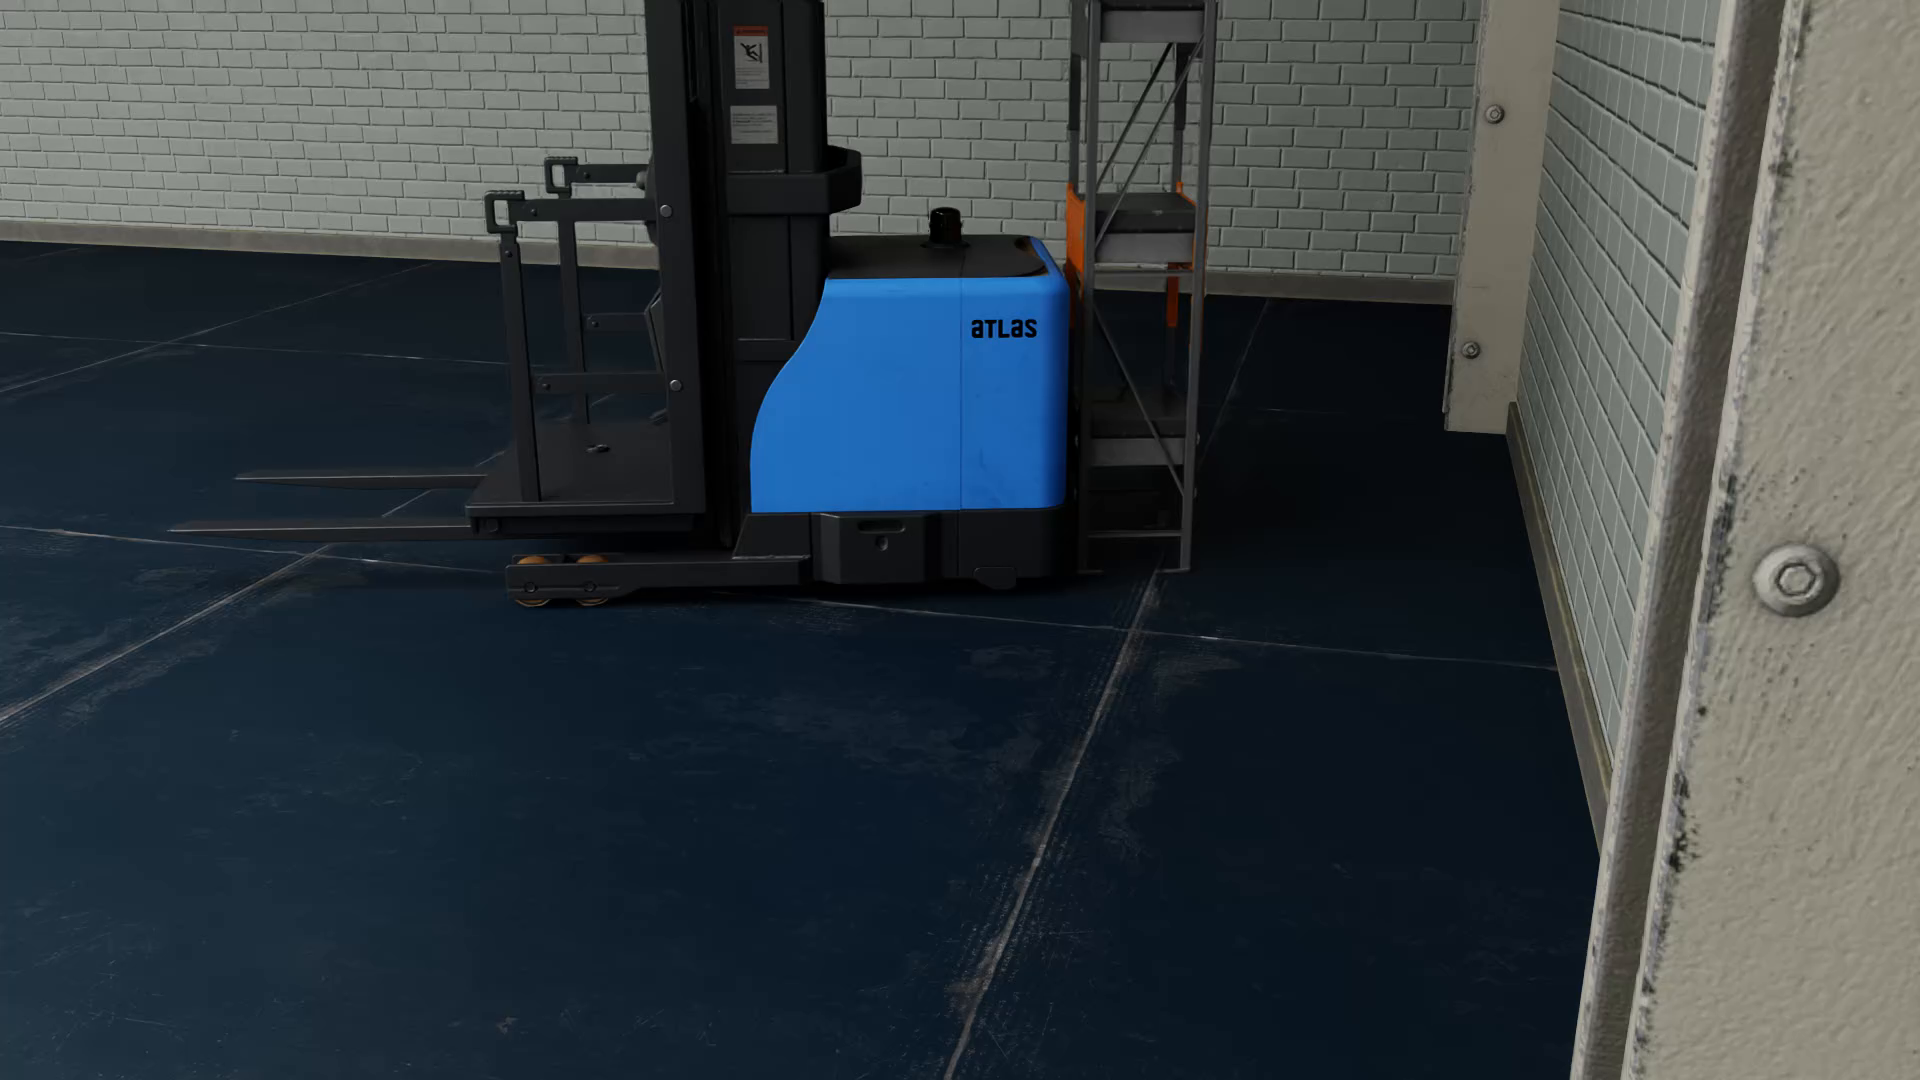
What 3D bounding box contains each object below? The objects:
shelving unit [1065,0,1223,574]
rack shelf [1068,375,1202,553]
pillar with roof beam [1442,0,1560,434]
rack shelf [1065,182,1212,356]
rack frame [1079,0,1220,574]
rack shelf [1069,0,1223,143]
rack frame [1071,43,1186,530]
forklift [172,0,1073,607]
[{"bbox_3d":[0.605,-0.957,5.741,0.431,2.100,0.503,-1,19,-3],"label":"shelving unit"},{"bbox_3d":[0.605,-0.282,5.972,0.431,0.518,0.480,-1,19,-3],"label":"rack shelf"},{"bbox_3d":[-1.743,-5.154,7.355,9.100,9.000,0.400,5,19,13],"label":"pillar with roof beam"},{"bbox_3d":[0.605,-0.944,5.746,0.431,0.518,0.480,-1,19,-3],"label":"rack shelf"},{"bbox_3d":[0.617,-0.878,5.511,0.400,2.100,0.015,-1,19,-3],"label":"rack frame"},{"bbox_3d":[0.605,-1.607,5.519,0.431,0.518,0.480,-1,19,-3],"label":"rack shelf"},{"bbox_3d":[0.593,-1.036,5.972,0.400,2.100,0.015,-1,19,-3],"label":"rack frame"},{"bbox_3d":[-1.157,-1.339,5.574,3.031,2.935,1.130,-1,19,-3],"label":"forklift"}]
